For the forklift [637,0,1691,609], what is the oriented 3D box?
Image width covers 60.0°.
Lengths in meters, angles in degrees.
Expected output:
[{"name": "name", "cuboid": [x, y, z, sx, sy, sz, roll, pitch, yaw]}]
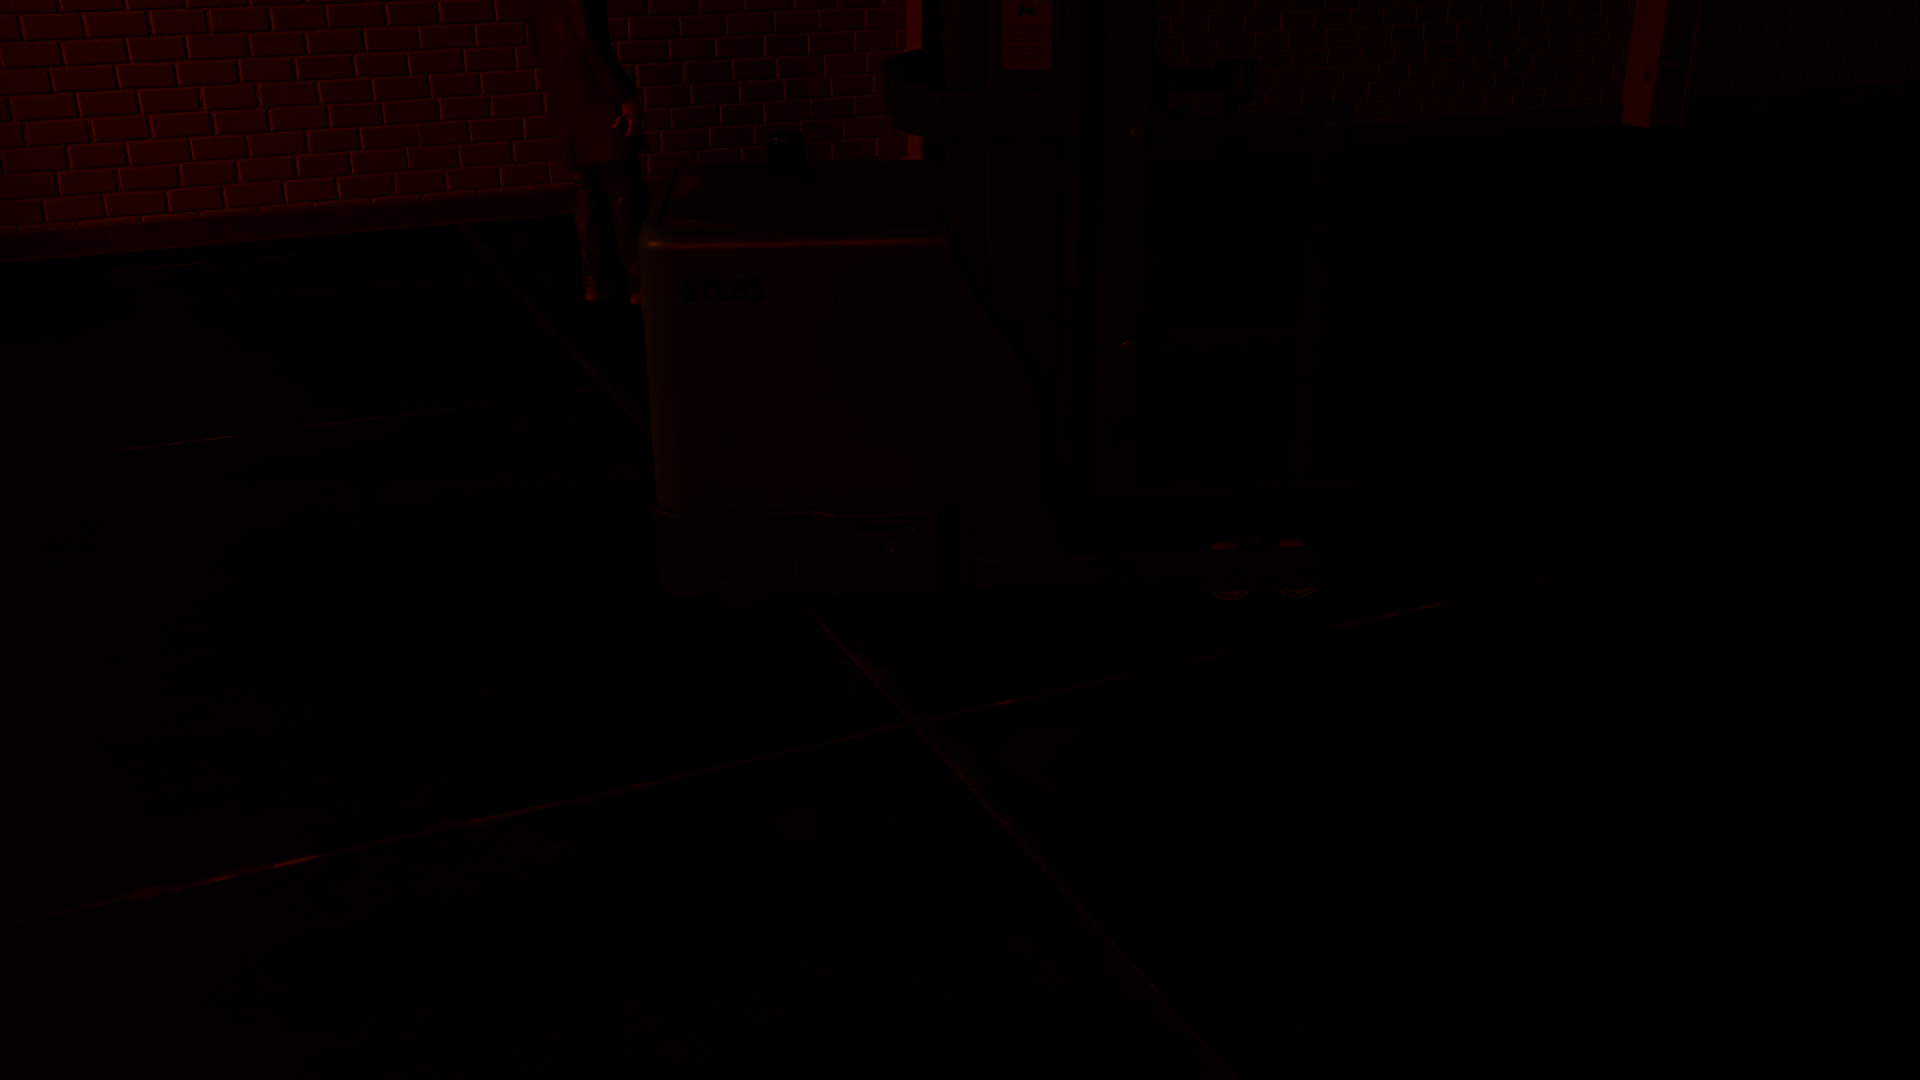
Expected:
[{"name": "forklift", "cuboid": [0.627, -1.384, 4.617, 3.031, 2.935, 1.130, -2, 23, -5]}]

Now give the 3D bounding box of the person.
[{"name": "person", "cuboid": [-1.587, -1.972, 7.518, 0.583, 1.776, 0.695, -17, 28, -36]}]
